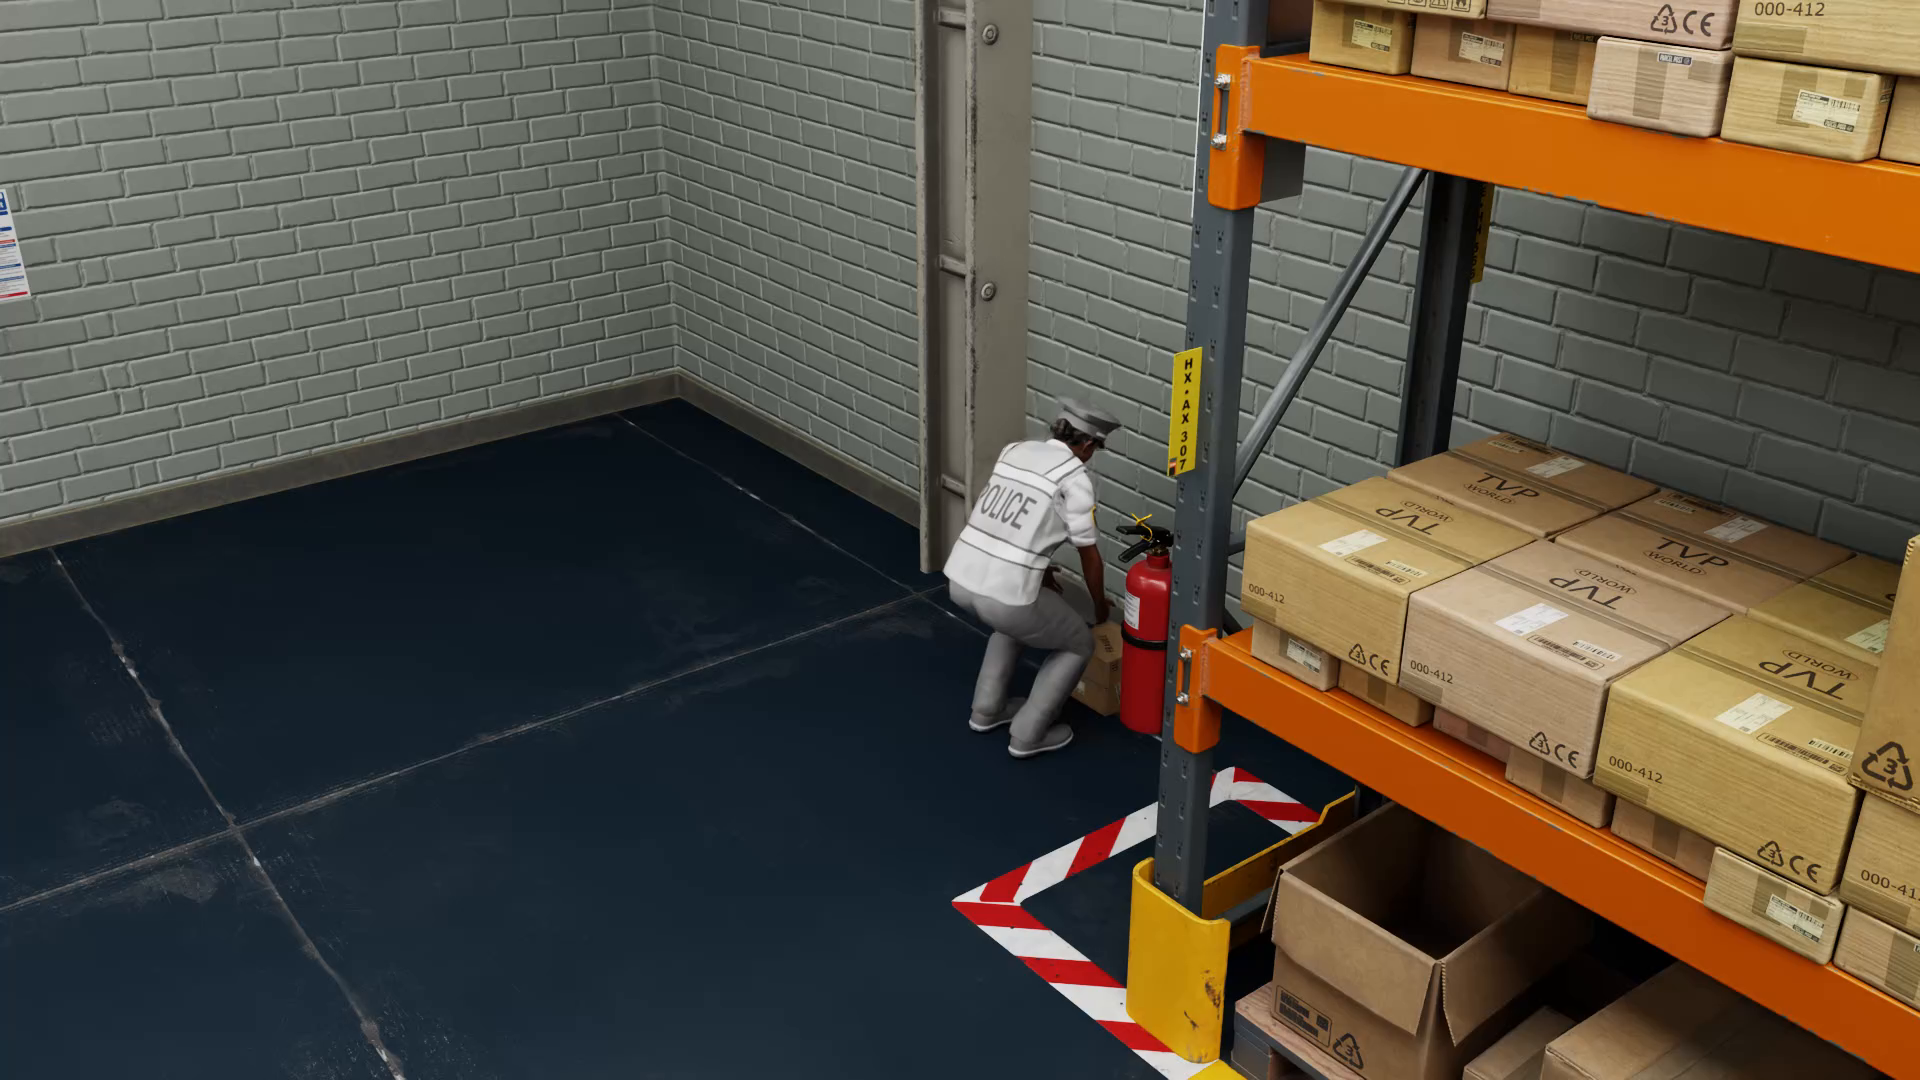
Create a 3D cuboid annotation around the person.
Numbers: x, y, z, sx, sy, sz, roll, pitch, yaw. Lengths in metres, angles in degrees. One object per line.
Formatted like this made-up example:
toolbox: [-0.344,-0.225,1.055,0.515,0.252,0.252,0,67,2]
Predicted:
person: [0.275,0.131,6.263,0.756,1.303,0.499,-18,30,-34]
